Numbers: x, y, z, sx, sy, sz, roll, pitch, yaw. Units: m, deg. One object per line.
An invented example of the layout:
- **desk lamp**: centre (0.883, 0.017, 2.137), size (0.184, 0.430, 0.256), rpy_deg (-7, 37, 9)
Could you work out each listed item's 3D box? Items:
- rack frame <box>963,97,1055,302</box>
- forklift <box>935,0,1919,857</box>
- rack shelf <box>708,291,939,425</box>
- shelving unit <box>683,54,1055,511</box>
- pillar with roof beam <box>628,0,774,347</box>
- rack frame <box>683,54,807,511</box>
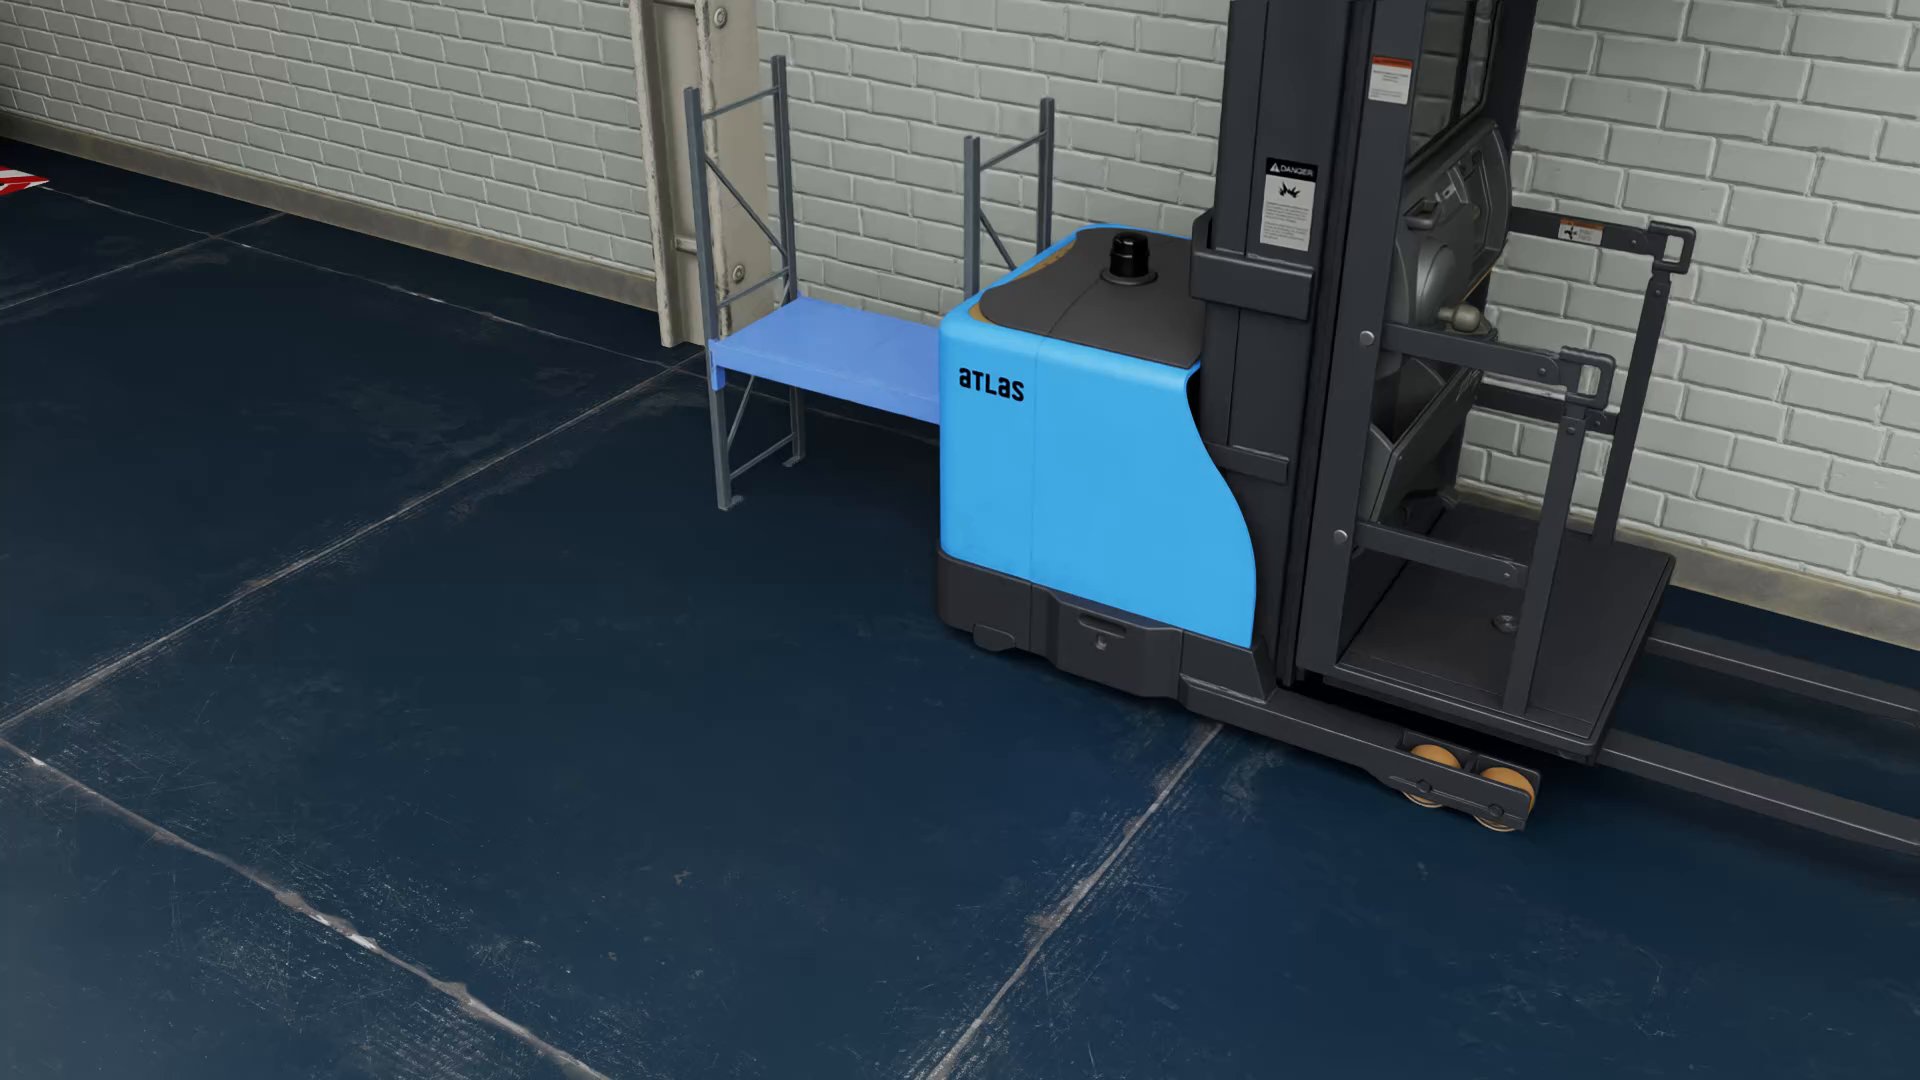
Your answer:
- **rack frame**: centre (0.150, -0.600, 5.289), size (0.032, 1.500, 0.500), rpy_deg (17, 34, 26)
- **forklift**: centre (1.453, -0.799, 4.210), size (3.031, 2.935, 1.130), rpy_deg (17, 34, 26)
- **rack shelf**: centre (-0.286, -0.576, 5.605), size (1.000, 0.185, 0.538), rpy_deg (17, 34, 26)
- **shelving unit**: centre (-0.286, -0.731, 5.515), size (1.048, 1.500, 0.538), rpy_deg (17, 34, 26)
- **pillar with roof beam**: centre (-3.335, -2.907, 1.803), size (0.400, 9.000, 9.100), rpy_deg (18, 35, 27)
- **rack frame**: centre (-0.722, -0.862, 5.740), size (0.032, 1.500, 0.500), rpy_deg (17, 34, 26)
